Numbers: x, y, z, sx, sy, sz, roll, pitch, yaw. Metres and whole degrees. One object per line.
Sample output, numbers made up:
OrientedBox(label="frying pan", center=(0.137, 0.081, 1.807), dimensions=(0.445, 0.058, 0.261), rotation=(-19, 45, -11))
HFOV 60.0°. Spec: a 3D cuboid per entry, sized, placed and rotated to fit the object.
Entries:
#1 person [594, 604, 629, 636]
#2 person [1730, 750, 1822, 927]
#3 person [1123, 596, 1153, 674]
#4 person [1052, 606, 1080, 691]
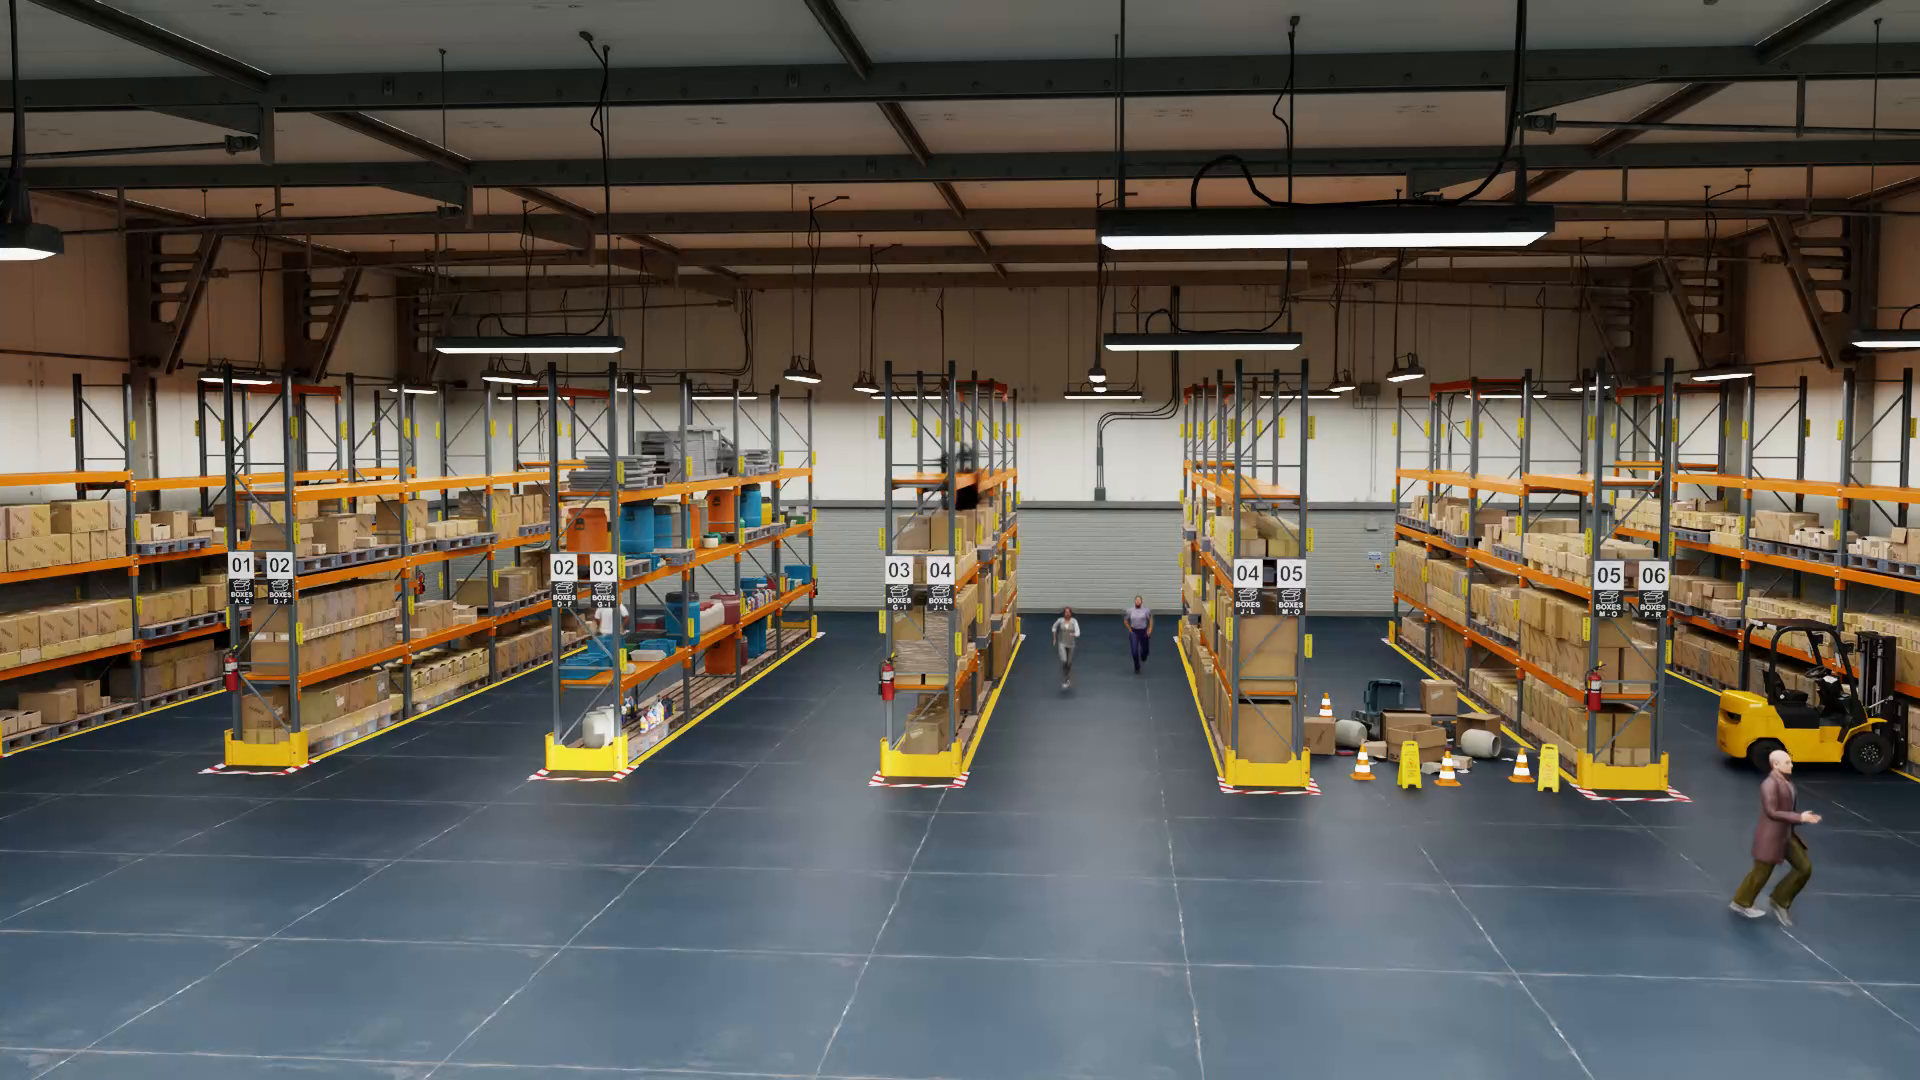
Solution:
OrientedBox(label="person", center=(-7.148, 1.892, 34.021), dimensions=(0.681, 1.721, 0.593), rotation=(0, 4, -4))
OrientedBox(label="person", center=(8.259, 3.023, 16.805), dimensions=(0.668, 1.795, 0.877), rotation=(-3, 5, -39))
OrientedBox(label="person", center=(3.705, 1.955, 34.512), dimensions=(0.616, 1.600, 0.688), rotation=(0, 4, 2))
OrientedBox(label="person", center=(2.058, 2.089, 32.146), dimensions=(0.498, 1.638, 0.782), rotation=(0, 4, -5))
